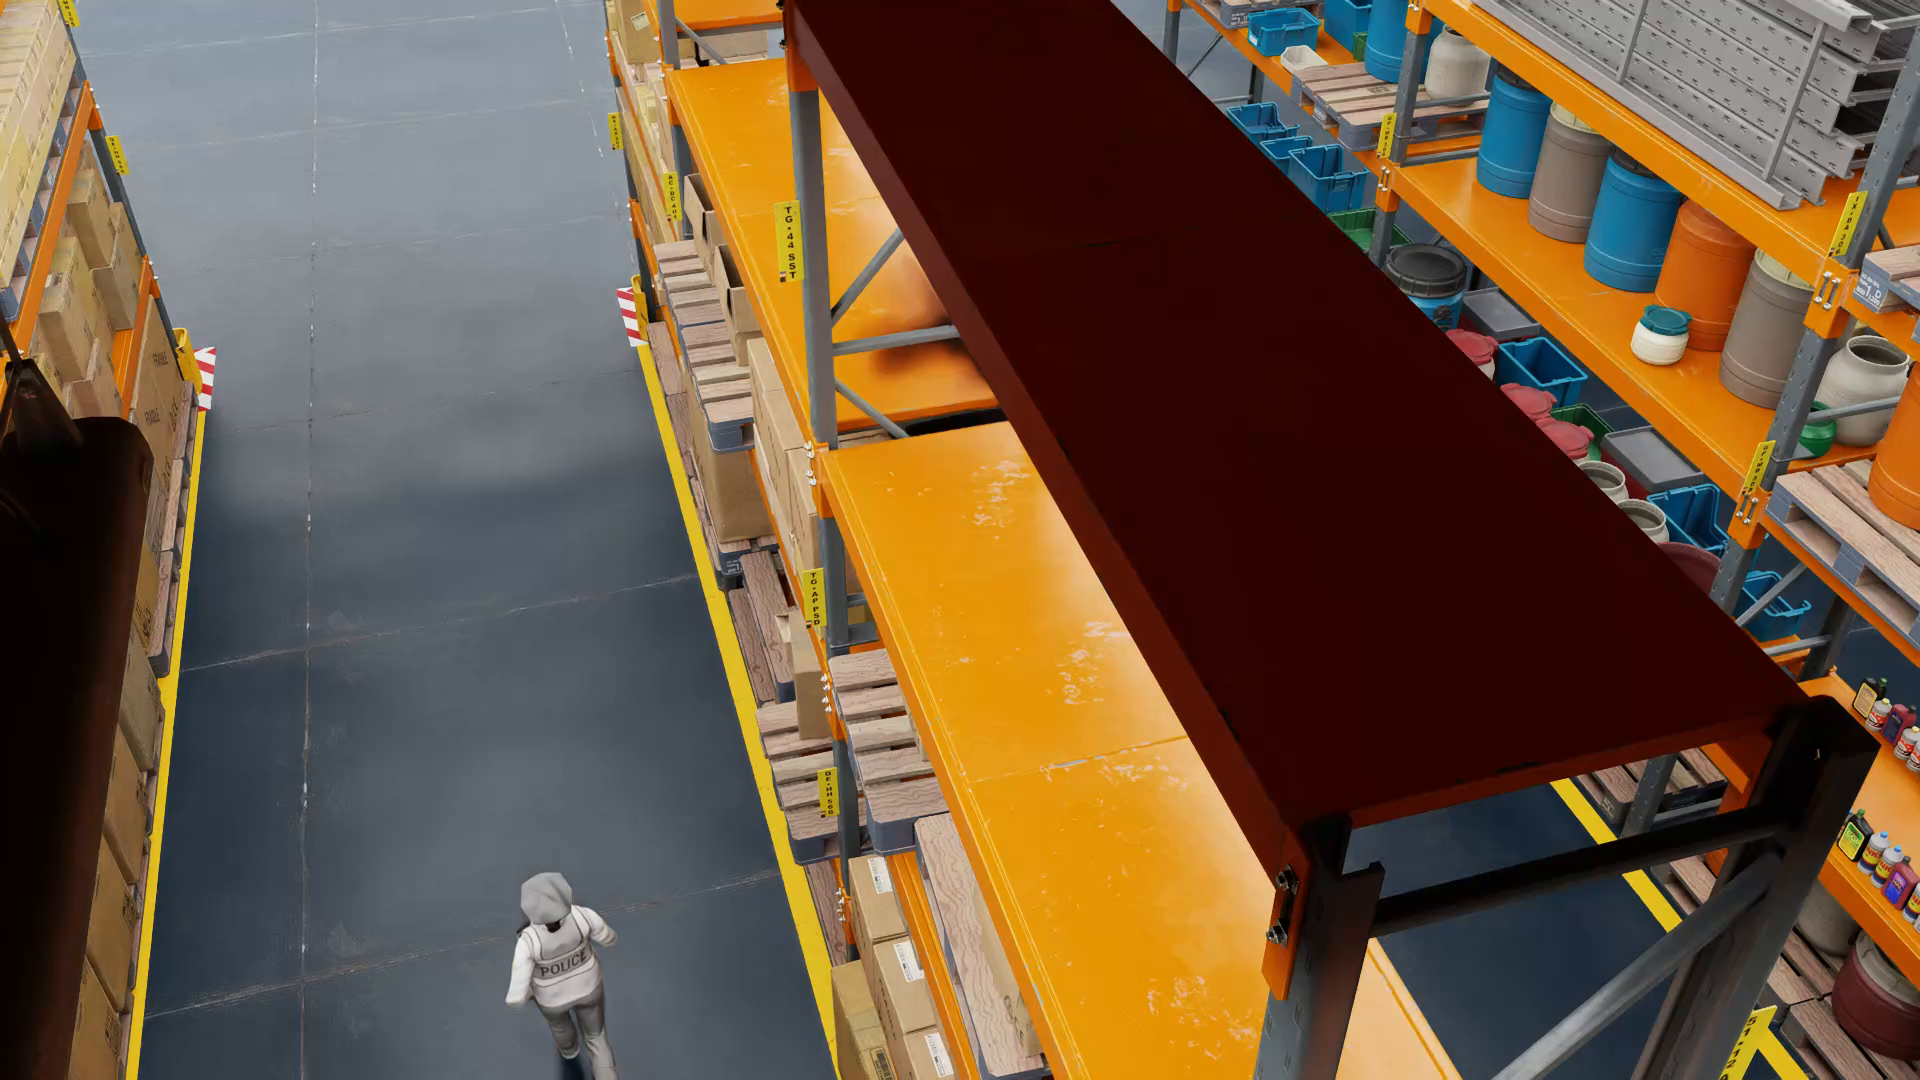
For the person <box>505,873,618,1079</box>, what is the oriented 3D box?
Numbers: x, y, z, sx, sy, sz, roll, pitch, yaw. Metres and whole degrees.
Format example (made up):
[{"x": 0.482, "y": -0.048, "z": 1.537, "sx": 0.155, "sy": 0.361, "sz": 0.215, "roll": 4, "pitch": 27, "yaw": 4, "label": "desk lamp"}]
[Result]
[{"x": -2.018, "y": 2.294, "z": 8.518, "sx": 0.616, "sy": 1.689, "sz": 0.878, "roll": -17, "pitch": 41, "yaw": -20, "label": "person"}]
